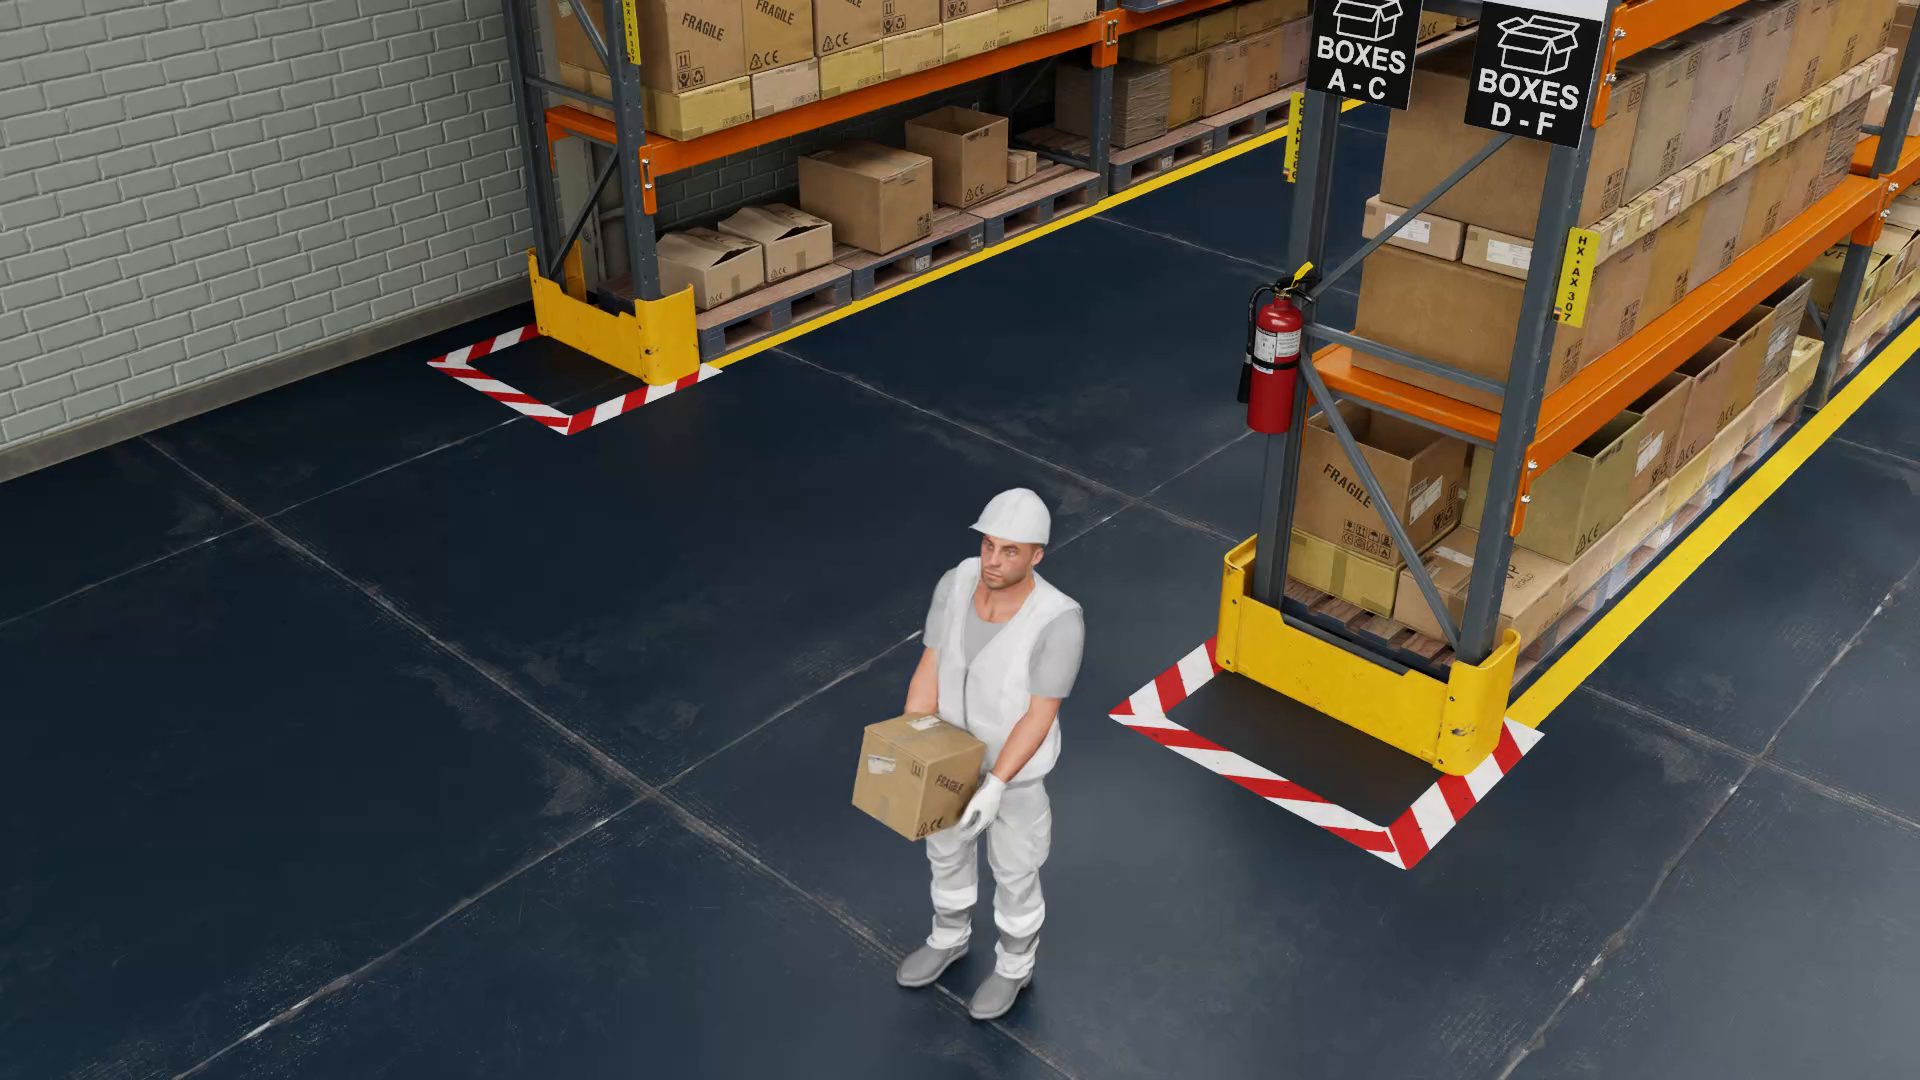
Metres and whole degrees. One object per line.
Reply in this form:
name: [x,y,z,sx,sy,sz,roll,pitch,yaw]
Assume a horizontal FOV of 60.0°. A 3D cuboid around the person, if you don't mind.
person: [0.051,0.696,4.950,0.514,1.793,0.552,20,37,30]
